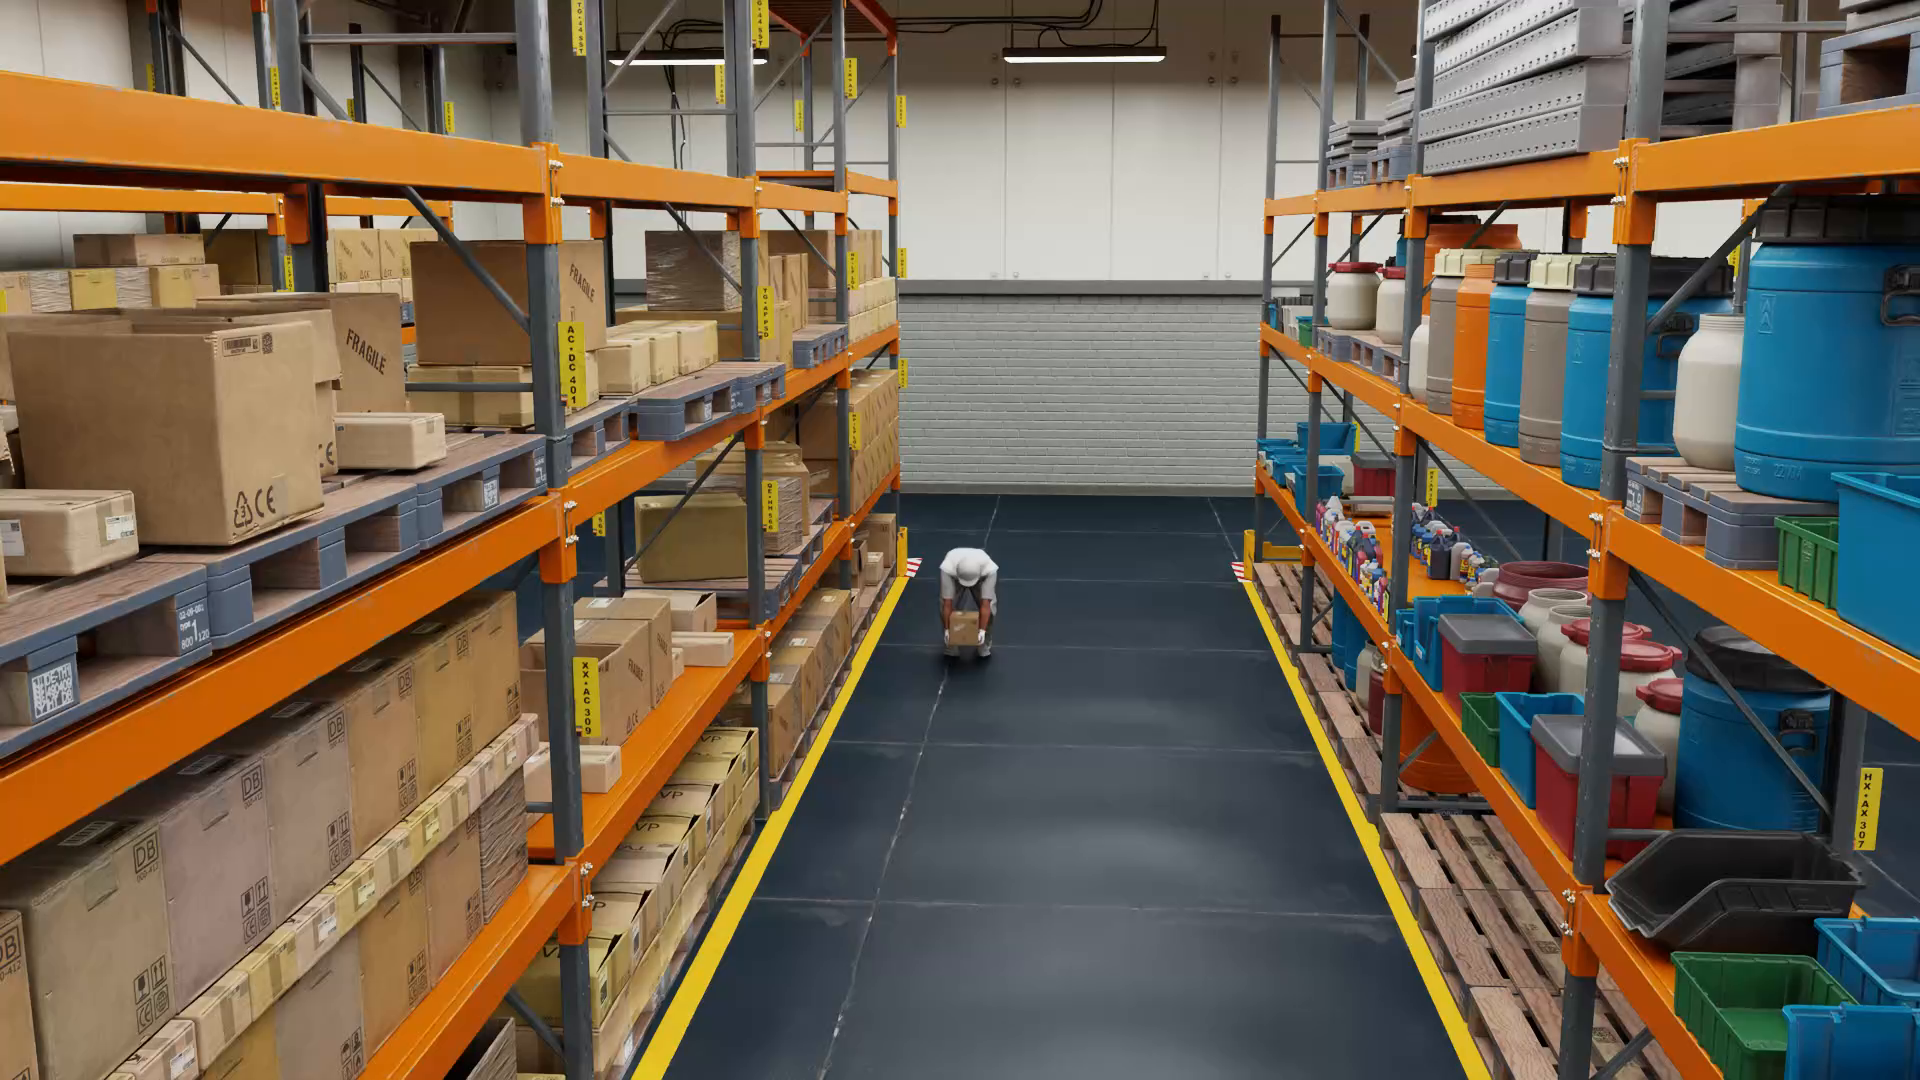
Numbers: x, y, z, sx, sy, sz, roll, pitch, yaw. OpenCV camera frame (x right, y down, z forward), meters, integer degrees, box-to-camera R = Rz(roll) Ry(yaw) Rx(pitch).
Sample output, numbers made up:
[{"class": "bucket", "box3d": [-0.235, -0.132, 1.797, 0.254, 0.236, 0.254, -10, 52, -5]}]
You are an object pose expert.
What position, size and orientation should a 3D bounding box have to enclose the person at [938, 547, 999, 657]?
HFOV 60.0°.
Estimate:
[{"class": "person", "box3d": [0.075, 0.570, 14.887, 0.541, 1.024, 0.979, 0, 11, 1]}]
